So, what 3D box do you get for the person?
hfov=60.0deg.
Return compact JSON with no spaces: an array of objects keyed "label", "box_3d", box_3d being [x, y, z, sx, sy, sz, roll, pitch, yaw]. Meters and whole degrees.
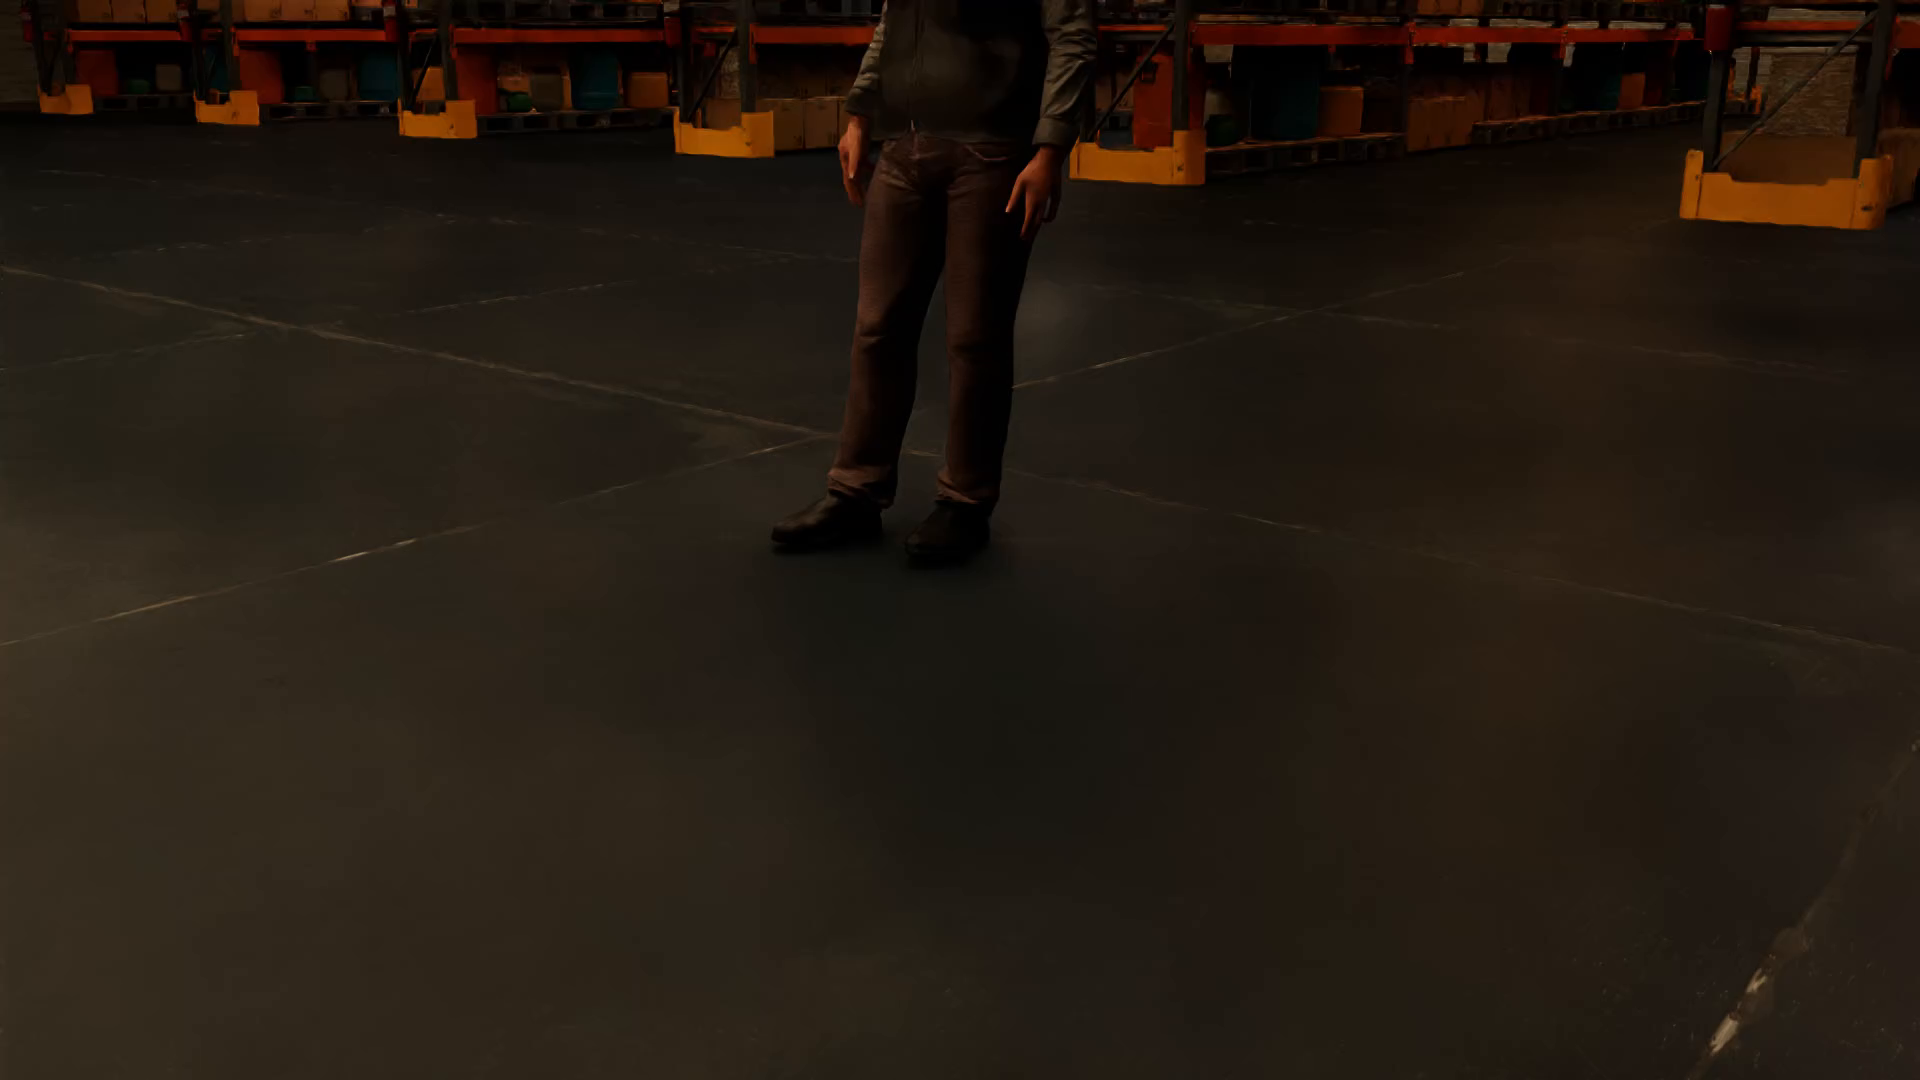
[{"label":"person","box_3d":[-0.051,-0.816,3.643,0.632,1.720,0.551,13,21,37]}]
